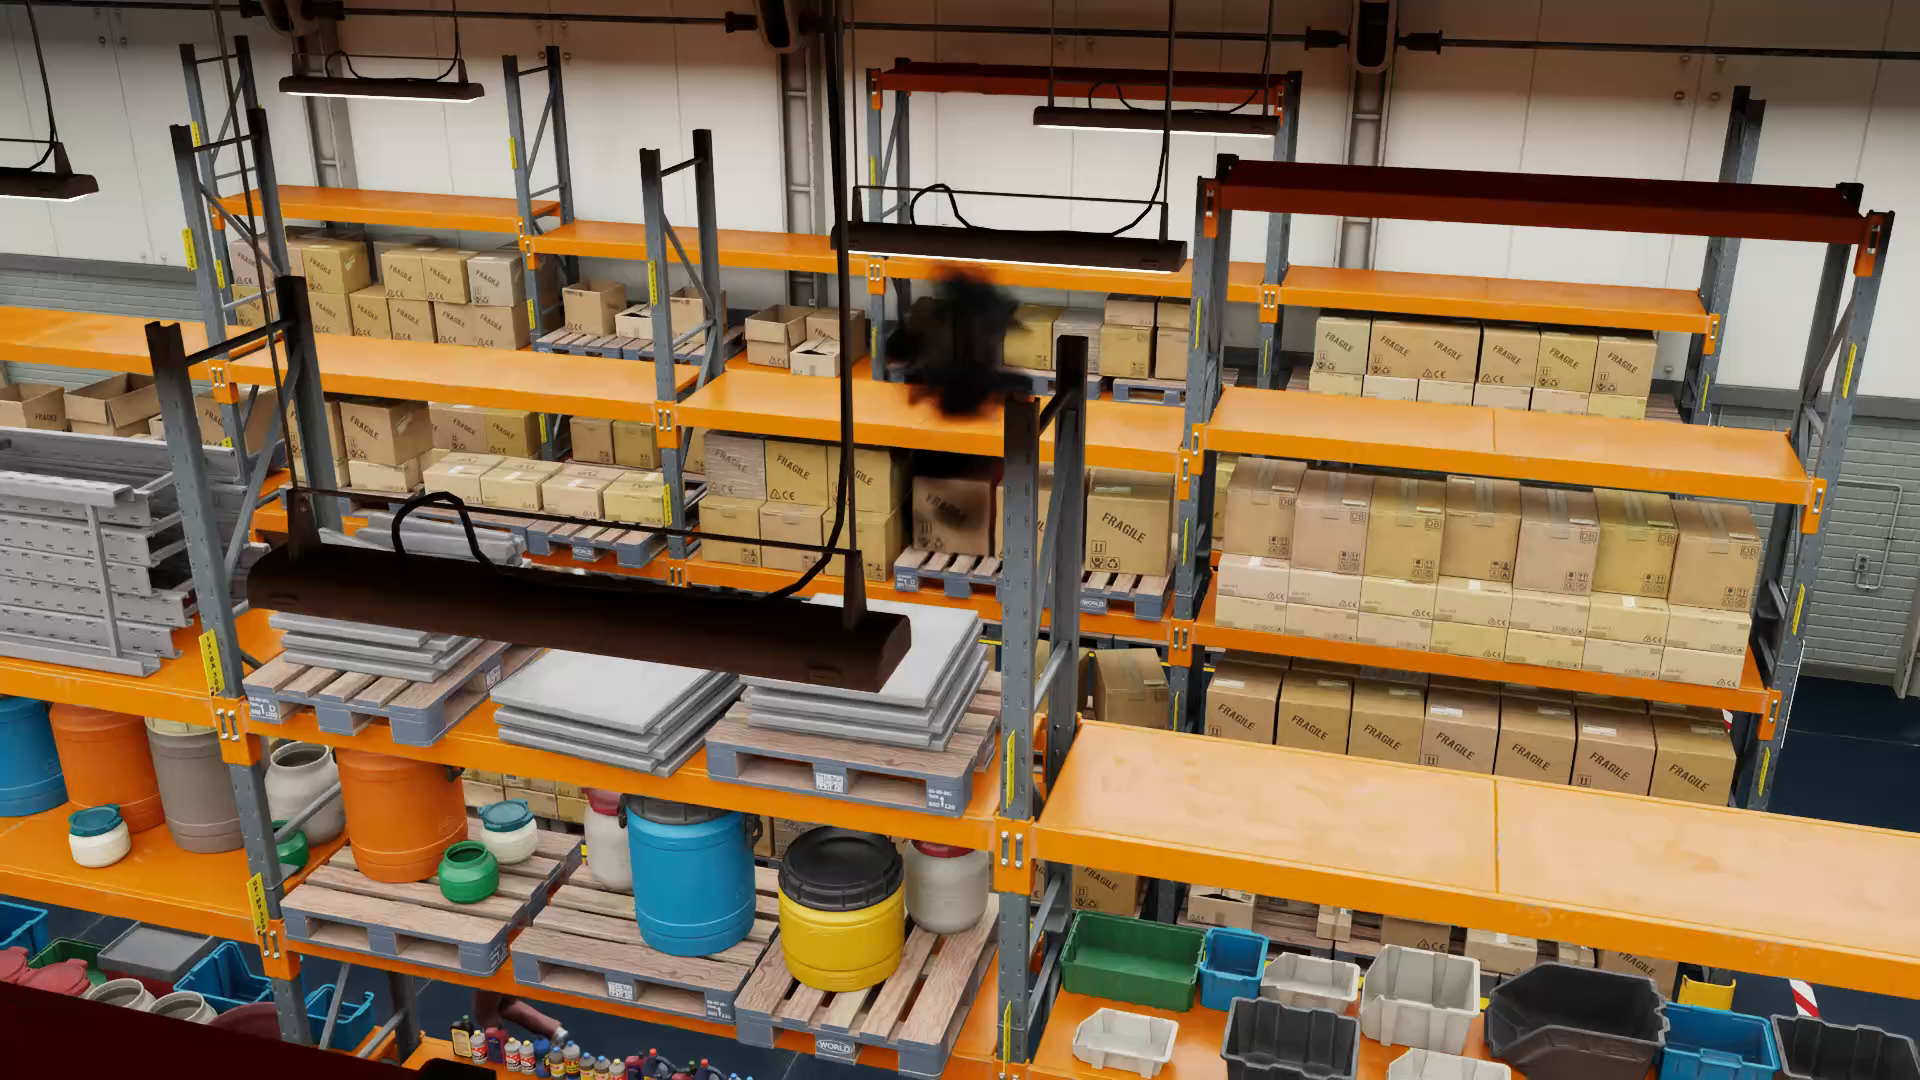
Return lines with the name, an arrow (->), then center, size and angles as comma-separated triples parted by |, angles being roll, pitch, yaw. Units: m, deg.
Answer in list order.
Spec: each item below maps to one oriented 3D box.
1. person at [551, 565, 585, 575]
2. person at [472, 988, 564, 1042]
person -> -3.902, 0.712, 17.039 | 0.834, 1.542, 0.718 | 1, 23, 2
person -> -3.109, 3.084, 11.462 | 0.581, 1.335, 0.543 | 10, 25, 24
